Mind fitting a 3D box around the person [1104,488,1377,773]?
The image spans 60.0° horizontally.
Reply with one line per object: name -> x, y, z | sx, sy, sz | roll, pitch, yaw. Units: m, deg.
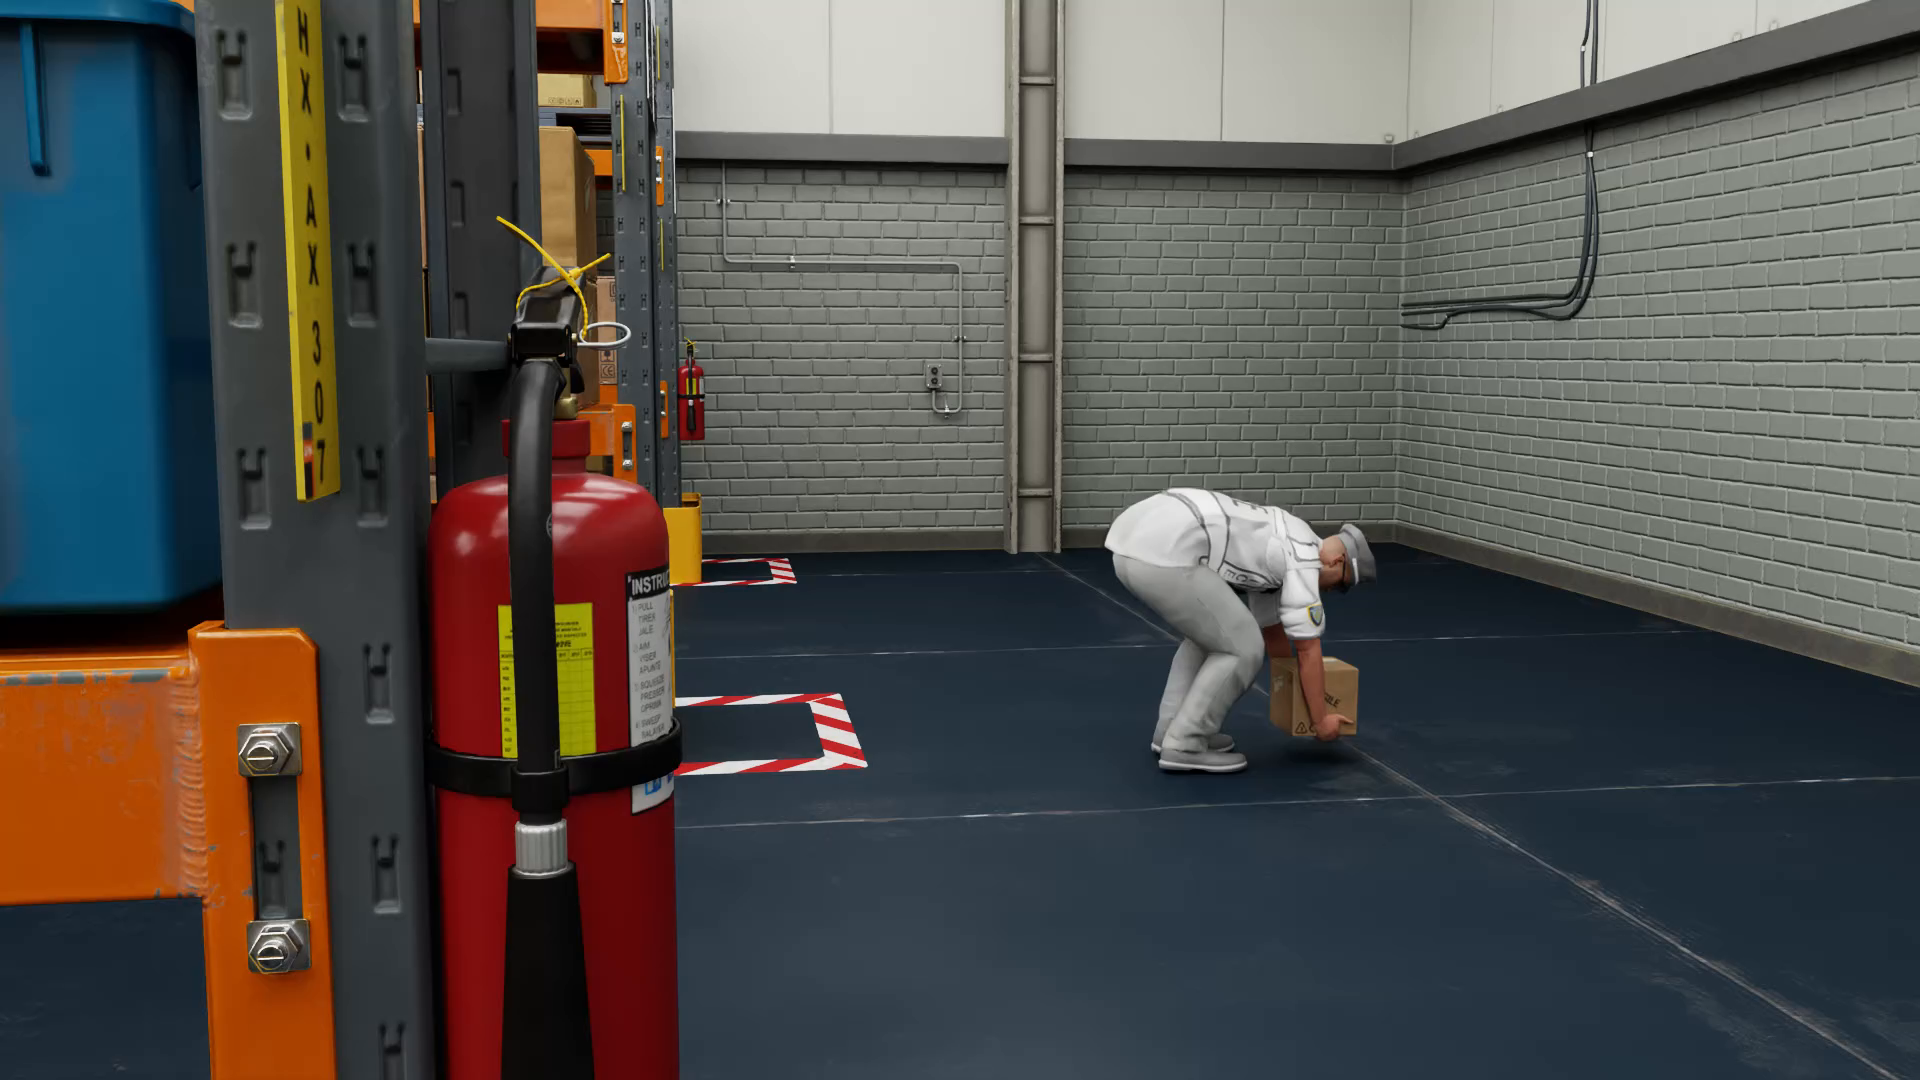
person -> 1.060, 0.315, 6.163 | 1.019, 1.020, 0.516 | -1, 7, -12
